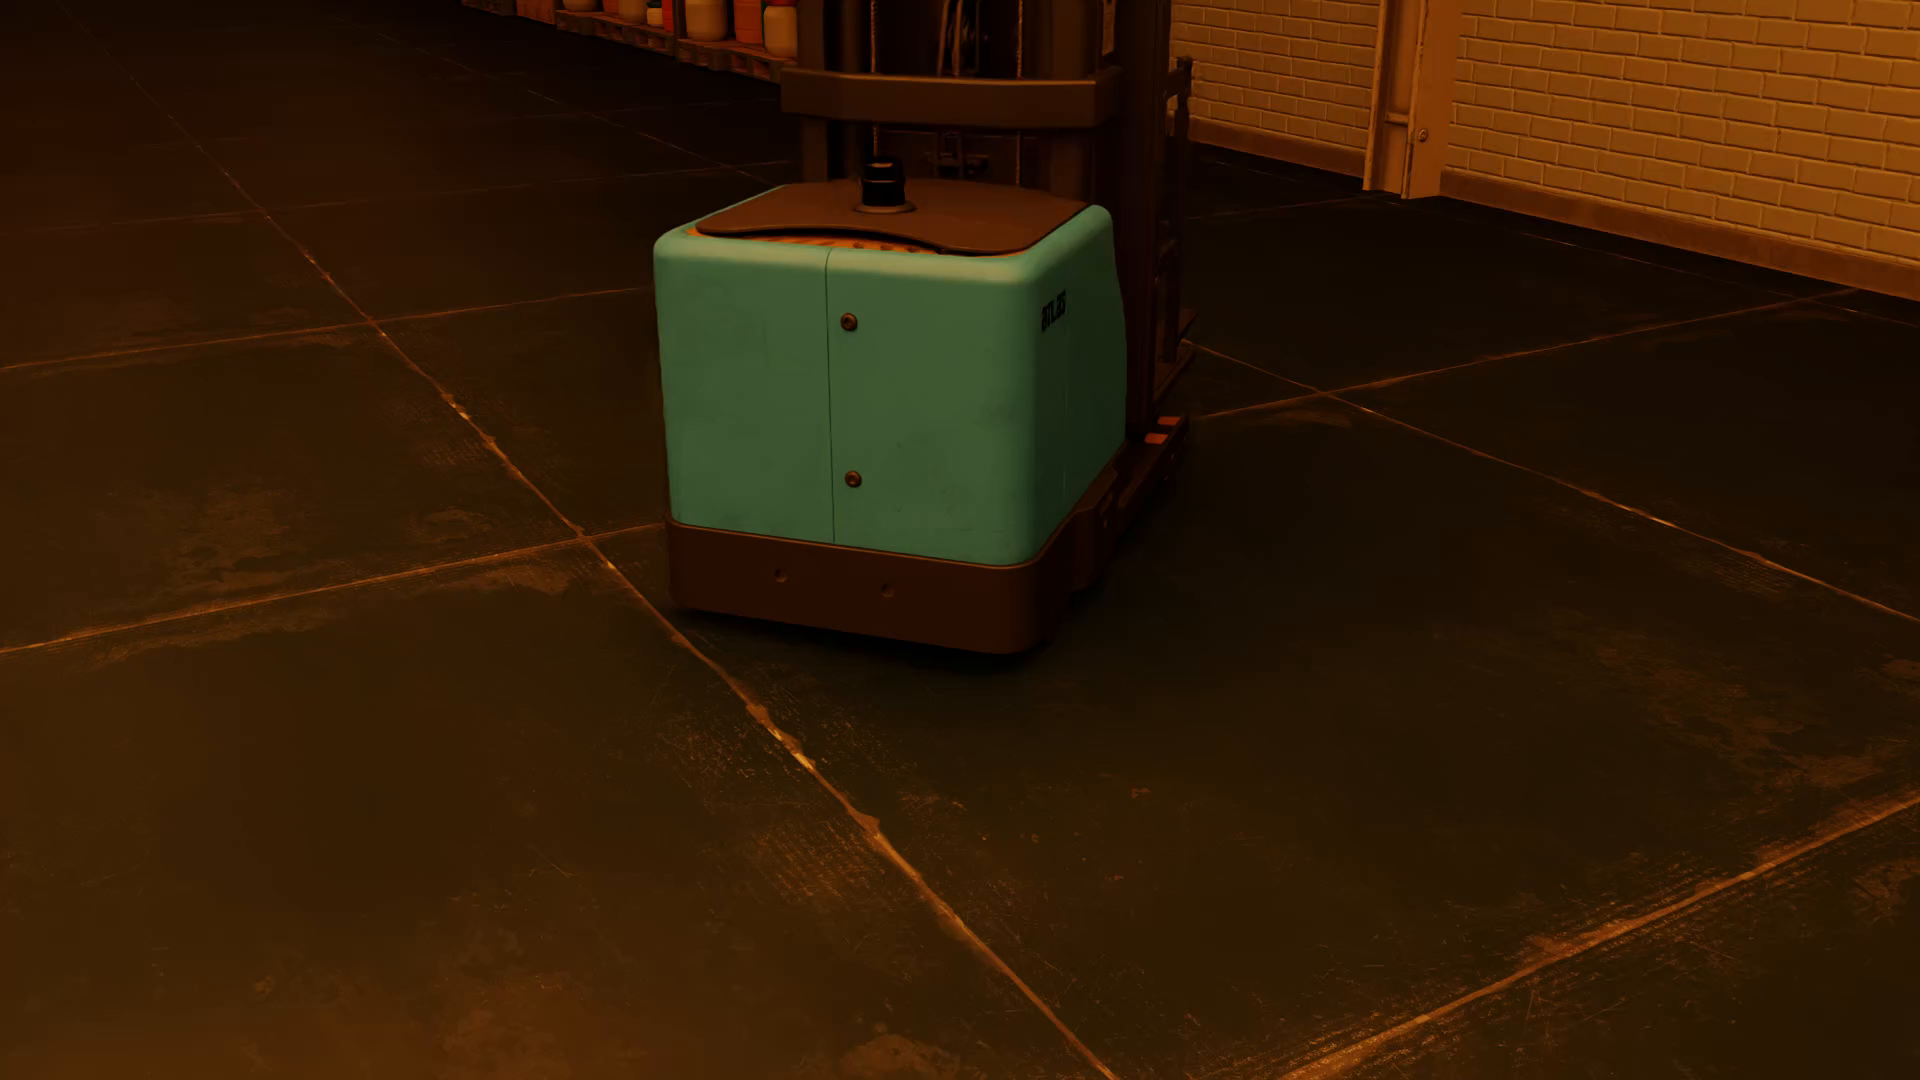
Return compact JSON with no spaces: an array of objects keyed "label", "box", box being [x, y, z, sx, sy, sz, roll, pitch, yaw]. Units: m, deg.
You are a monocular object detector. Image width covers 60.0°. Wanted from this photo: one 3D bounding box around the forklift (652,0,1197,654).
[{"label":"forklift","box":[0.162,-1.595,5.160,1.130,2.935,3.031,7,23,17]}]
